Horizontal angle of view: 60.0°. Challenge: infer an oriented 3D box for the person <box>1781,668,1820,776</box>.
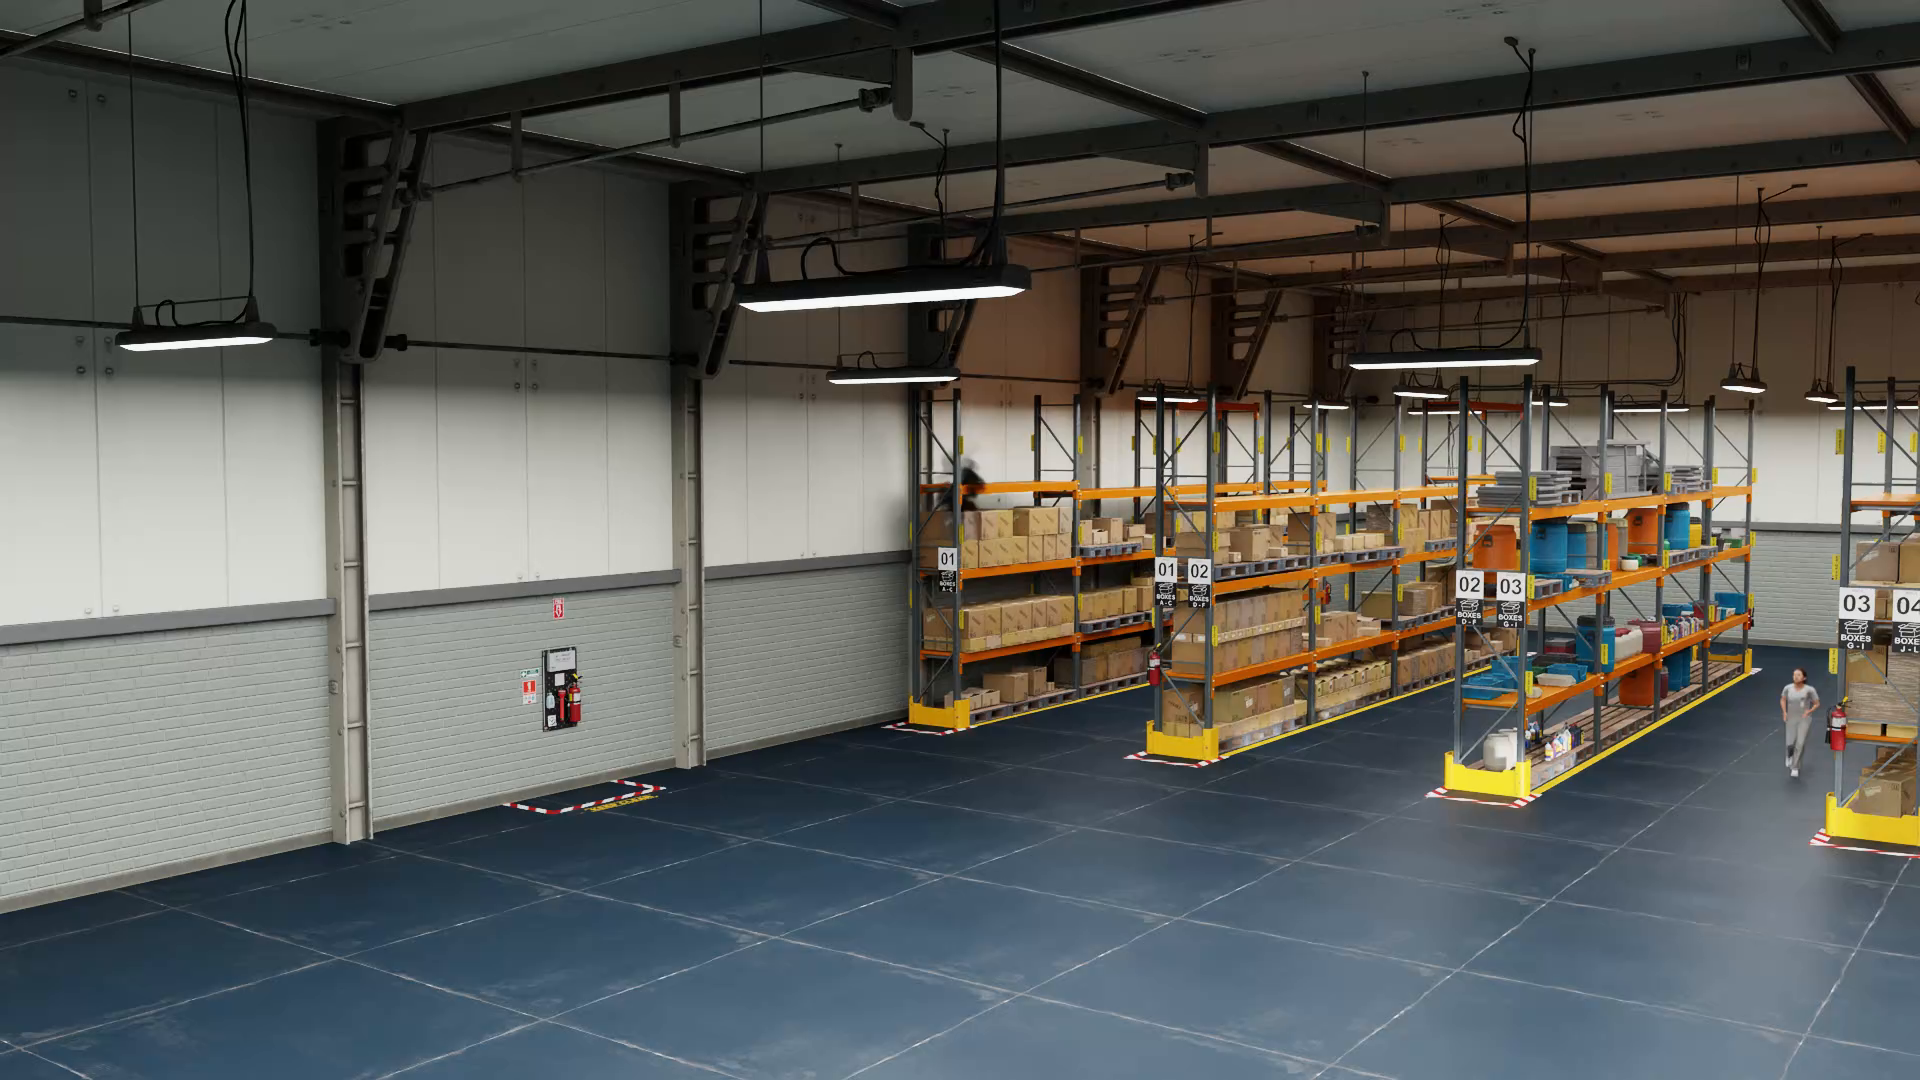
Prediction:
[{"bbox_3d":[12.726,2.809,25.221,0.557,1.530,0.593,2,4,36],"label":"person"}]
